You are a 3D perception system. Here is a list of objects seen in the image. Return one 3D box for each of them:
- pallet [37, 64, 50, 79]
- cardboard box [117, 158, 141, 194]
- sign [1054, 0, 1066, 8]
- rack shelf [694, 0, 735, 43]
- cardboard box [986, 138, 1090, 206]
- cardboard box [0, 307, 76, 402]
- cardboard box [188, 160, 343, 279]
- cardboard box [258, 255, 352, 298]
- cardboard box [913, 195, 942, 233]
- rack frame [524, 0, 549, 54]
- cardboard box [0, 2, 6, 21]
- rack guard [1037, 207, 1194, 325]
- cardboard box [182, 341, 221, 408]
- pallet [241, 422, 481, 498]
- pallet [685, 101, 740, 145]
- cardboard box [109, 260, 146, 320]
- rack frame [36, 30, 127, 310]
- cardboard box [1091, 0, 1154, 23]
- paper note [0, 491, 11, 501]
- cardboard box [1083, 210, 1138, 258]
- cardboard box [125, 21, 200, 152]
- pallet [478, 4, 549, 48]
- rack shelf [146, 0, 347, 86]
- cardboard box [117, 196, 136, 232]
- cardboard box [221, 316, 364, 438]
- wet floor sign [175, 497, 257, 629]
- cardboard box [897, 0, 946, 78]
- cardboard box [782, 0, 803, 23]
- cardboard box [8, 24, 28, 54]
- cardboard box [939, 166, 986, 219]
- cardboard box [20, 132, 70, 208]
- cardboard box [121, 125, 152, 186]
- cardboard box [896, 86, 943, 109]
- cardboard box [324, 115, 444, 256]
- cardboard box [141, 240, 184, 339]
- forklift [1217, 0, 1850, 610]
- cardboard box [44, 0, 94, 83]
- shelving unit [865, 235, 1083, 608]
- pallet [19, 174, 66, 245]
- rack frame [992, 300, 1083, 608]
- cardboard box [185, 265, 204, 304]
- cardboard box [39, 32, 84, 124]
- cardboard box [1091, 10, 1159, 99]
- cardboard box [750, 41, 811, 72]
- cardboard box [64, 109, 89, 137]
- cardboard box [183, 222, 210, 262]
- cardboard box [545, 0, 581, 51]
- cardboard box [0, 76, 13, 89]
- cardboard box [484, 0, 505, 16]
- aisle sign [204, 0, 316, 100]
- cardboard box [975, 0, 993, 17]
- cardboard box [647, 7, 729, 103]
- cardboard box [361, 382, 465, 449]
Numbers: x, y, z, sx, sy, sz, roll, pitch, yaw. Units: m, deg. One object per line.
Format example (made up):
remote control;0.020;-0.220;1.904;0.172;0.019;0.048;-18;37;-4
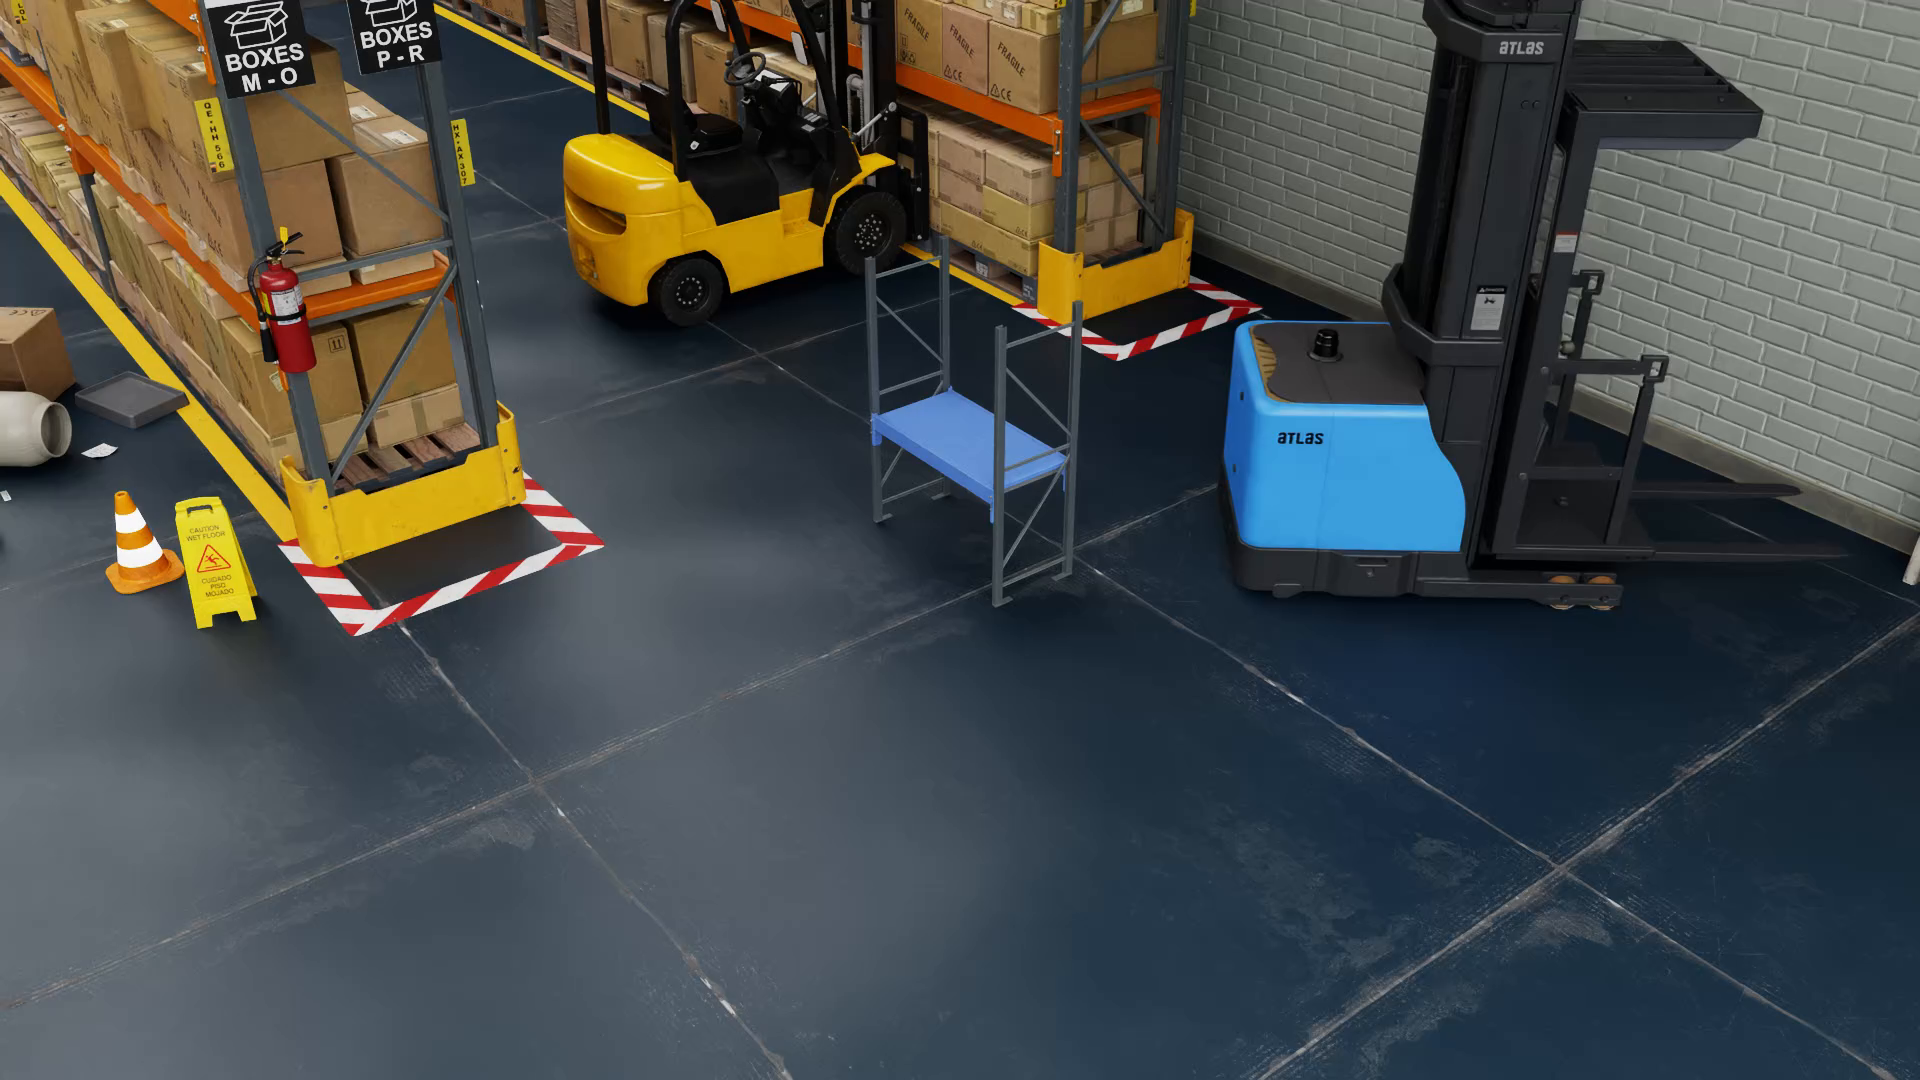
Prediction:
pallet;-5.678;-3.299;11.400;1.003;0.211;1.213;-22;38;-31
cardboard box;-4.608;-2.137;9.586;0.380;0.149;0.250;-22;38;-31
sign;0.610;-3.378;10.024;0.100;0.325;0.005;-22;38;-31
rack shelf;-2.632;-5.150;14.881;1.077;0.370;4.000;-22;38;-31
cardboard box;0.518;-2.481;11.163;0.500;0.250;0.500;-21;37;-30
cardboard box;-5.742;-1.067;9.992;0.500;0.500;0.500;1;32;2
cardboard box;-3.422;-1.654;8.193;0.500;0.500;0.500;-23;39;-32
cardboard box;-3.270;-1.328;8.283;0.380;0.149;0.250;-21;37;-30
cardboard box;-0.088;-2.481;12.110;0.500;0.250;0.500;-22;38;-31
rack frame;-3.859;-6.289;16.034;1.000;3.000;0.127;-22;38;-31
cardboard box;-6.406;-3.904;11.418;0.500;0.500;0.500;-21;37;-30
rack guard;1.062;-1.883;11.309;1.175;0.500;0.348;-22;38;-31
cardboard box;-4.217;-1.043;9.794;0.500;0.250;0.500;-24;39;-33
pallet;-3.388;-0.545;9.427;1.003;0.211;1.213;-22;38;-31
pallet;-1.888;-3.732;14.559;1.003;0.211;1.213;-22;38;-31
cardboard box;-5.176;-1.692;10.839;0.500;0.250;0.500;-24;39;-33
rack frame;-5.324;-3.015;10.761;1.000;3.000;0.127;-22;38;-31
cardboard box;1.044;-3.499;10.831;0.380;0.149;0.250;-23;39;-33
paper note;-5.241;-0.243;9.131;0.032;0.001;0.123;-22;38;-31
cardboard box;0.900;-2.234;11.711;0.500;0.250;0.500;-22;38;-31
cardboard box;-3.662;-2.297;8.281;0.700;0.500;0.500;-22;38;-31
pallet;-4.287;-5.428;17.290;1.003;0.211;1.213;-22;38;-31
rack shelf;-4.098;-3.150;8.818;1.077;0.370;4.000;-22;38;-31
cardboard box;-4.830;-2.001;10.011;0.380;0.149;0.250;-21;37;-30
cardboard box;-3.569;-0.926;8.896;0.500;0.500;0.500;-22;38;-31
wet floor sign;-3.600;0.078;8.013;0.267;0.644;0.232;-10;33;-15
cardboard box;-0.088;-3.551;11.529;0.500;0.500;0.500;-23;39;-32
cardboard box;-1.008;-4.184;12.548;0.500;0.500;0.500;-22;38;-31
cardboard box;-6.192;-3.423;11.259;0.380;0.149;0.250;-23;39;-32
cardboard box;0.203;-2.492;11.654;0.500;0.250;0.500;-23;38;-32
cardboard box;-6.519;-2.883;12.641;0.950;0.372;0.625;-21;37;-30
cardboard box;-4.325;-2.291;9.219;0.500;0.500;0.500;-22;38;-31
cardboard box;-0.422;-3.113;12.180;0.500;0.250;0.500;-23;39;-32
cardboard box;-2.943;-1.804;8.435;0.500;0.500;0.500;-23;39;-32
cardboard box;-4.522;-1.575;9.940;0.500;0.500;0.500;-20;37;-29
forklift;2.895;-1.186;7.881;3.031;2.935;1.130;1;32;2
cardboard box;-4.643;-2.917;9.279;0.700;0.500;0.500;-23;39;-32
shelving unit;0.052;-0.602;8.297;0.538;1.500;1.048;-22;38;-31
pallet;-6.555;-2.663;12.838;1.003;0.211;1.213;-22;38;-31
rack frame;0.364;-0.390;7.956;0.500;1.500;0.032;-22;38;-31
cardboard box;-3.999;-1.439;9.106;0.380;0.149;0.250;-22;38;-31
cardboard box;-5.275;-2.910;10.216;0.500;0.500;0.500;-22;38;-32
cardboard box;0.963;-3.294;11.116;0.500;0.500;0.500;-21;37;-30
cardboard box;-1.357;-3.754;13.212;0.500;0.250;0.500;-23;39;-32
cardboard box;-5.385;-2.673;10.449;0.380;0.149;0.250;-22;38;-32
cardboard box;-3.835;-1.609;8.735;0.380;0.149;0.250;-22;38;-31
cardboard box;-3.487;-5.195;16.124;0.875;0.625;0.625;-21;38;-30
cardboard box;-8.135;-4.273;14.402;0.875;0.875;0.875;-23;38;-32
cardboard box;-4.586;-5.725;17.095;0.500;0.500;0.500;-23;39;-32
aisle sign;-3.063;-2.333;7.199;0.394;0.787;0.004;-22;38;-31
cardboard box;0.322;-3.552;10.917;0.380;0.149;0.250;-21;38;-31
cardboard box;-2.204;-4.332;14.734;0.875;0.625;0.625;-23;38;-32
cardboard box;-3.148;-0.784;9.377;0.500;0.250;0.500;-23;38;-32
